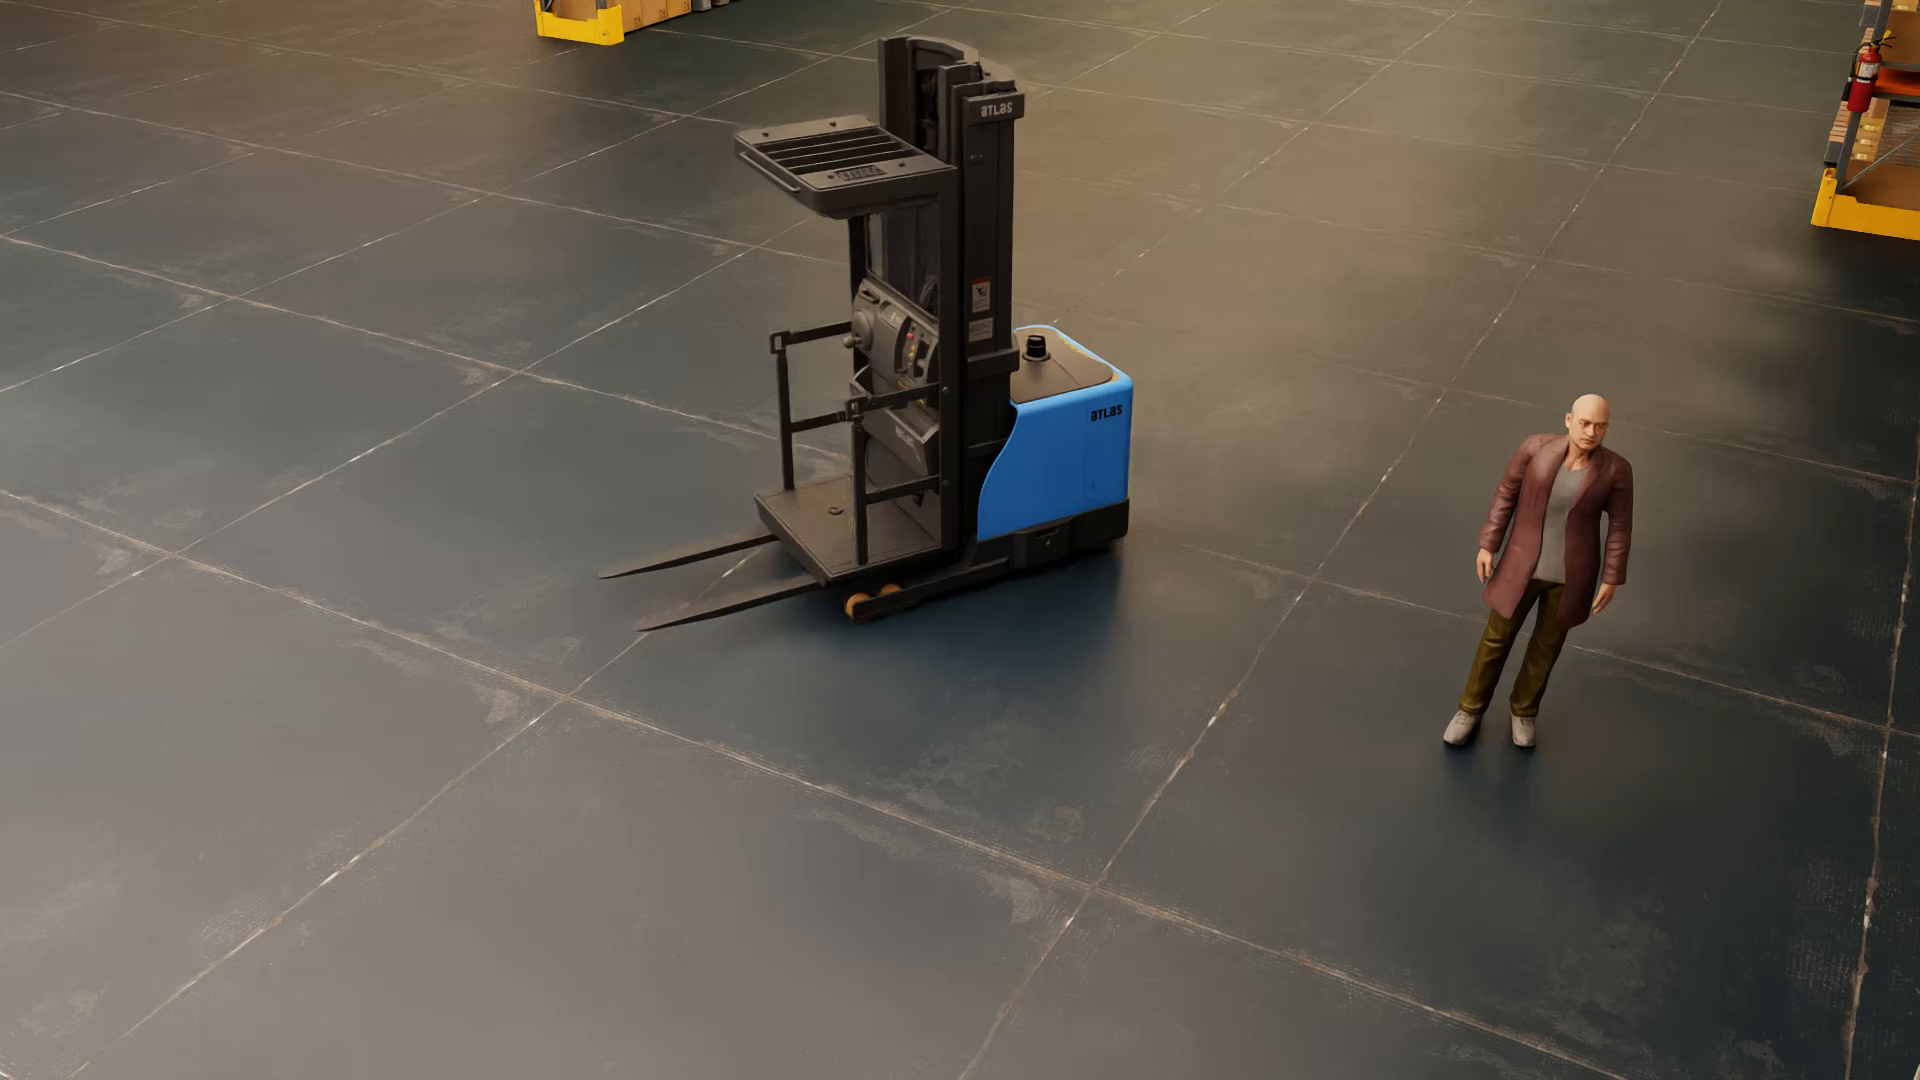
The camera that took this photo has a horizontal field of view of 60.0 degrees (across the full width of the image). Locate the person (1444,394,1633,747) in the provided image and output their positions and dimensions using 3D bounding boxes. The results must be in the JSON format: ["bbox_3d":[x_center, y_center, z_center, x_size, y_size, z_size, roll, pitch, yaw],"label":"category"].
[{"bbox_3d":[2.783,0.182,7.896,0.696,1.776,0.583,12,32,20],"label":"person"}]

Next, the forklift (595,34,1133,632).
[{"bbox_3d":[-0.540,-1.110,8.993,3.031,2.935,1.130,-15,33,-25],"label":"forklift"}]
